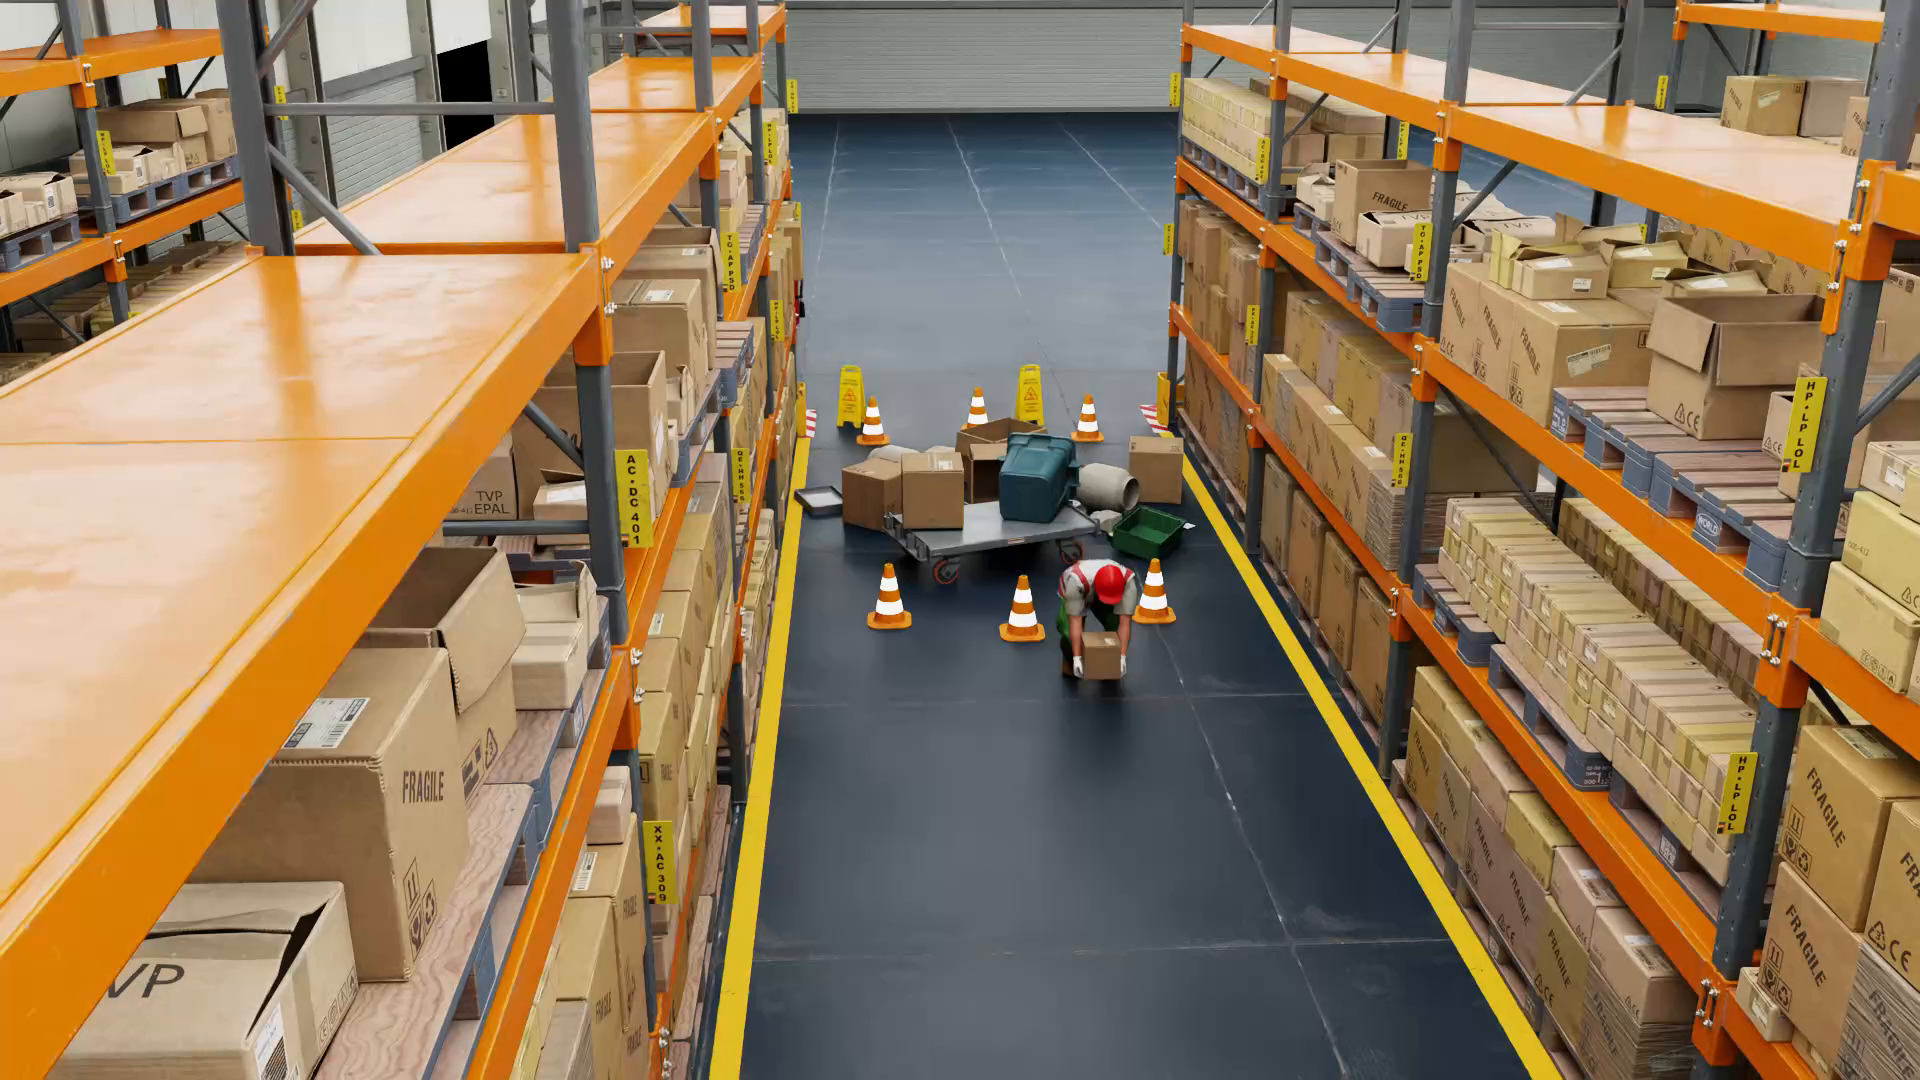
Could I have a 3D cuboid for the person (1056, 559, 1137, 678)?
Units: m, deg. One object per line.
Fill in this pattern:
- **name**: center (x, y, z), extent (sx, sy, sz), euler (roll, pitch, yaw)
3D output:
- **person**: center (0.947, 0.520, 11.654), extent (0.534, 0.991, 0.907), euler (-2, 20, -4)
